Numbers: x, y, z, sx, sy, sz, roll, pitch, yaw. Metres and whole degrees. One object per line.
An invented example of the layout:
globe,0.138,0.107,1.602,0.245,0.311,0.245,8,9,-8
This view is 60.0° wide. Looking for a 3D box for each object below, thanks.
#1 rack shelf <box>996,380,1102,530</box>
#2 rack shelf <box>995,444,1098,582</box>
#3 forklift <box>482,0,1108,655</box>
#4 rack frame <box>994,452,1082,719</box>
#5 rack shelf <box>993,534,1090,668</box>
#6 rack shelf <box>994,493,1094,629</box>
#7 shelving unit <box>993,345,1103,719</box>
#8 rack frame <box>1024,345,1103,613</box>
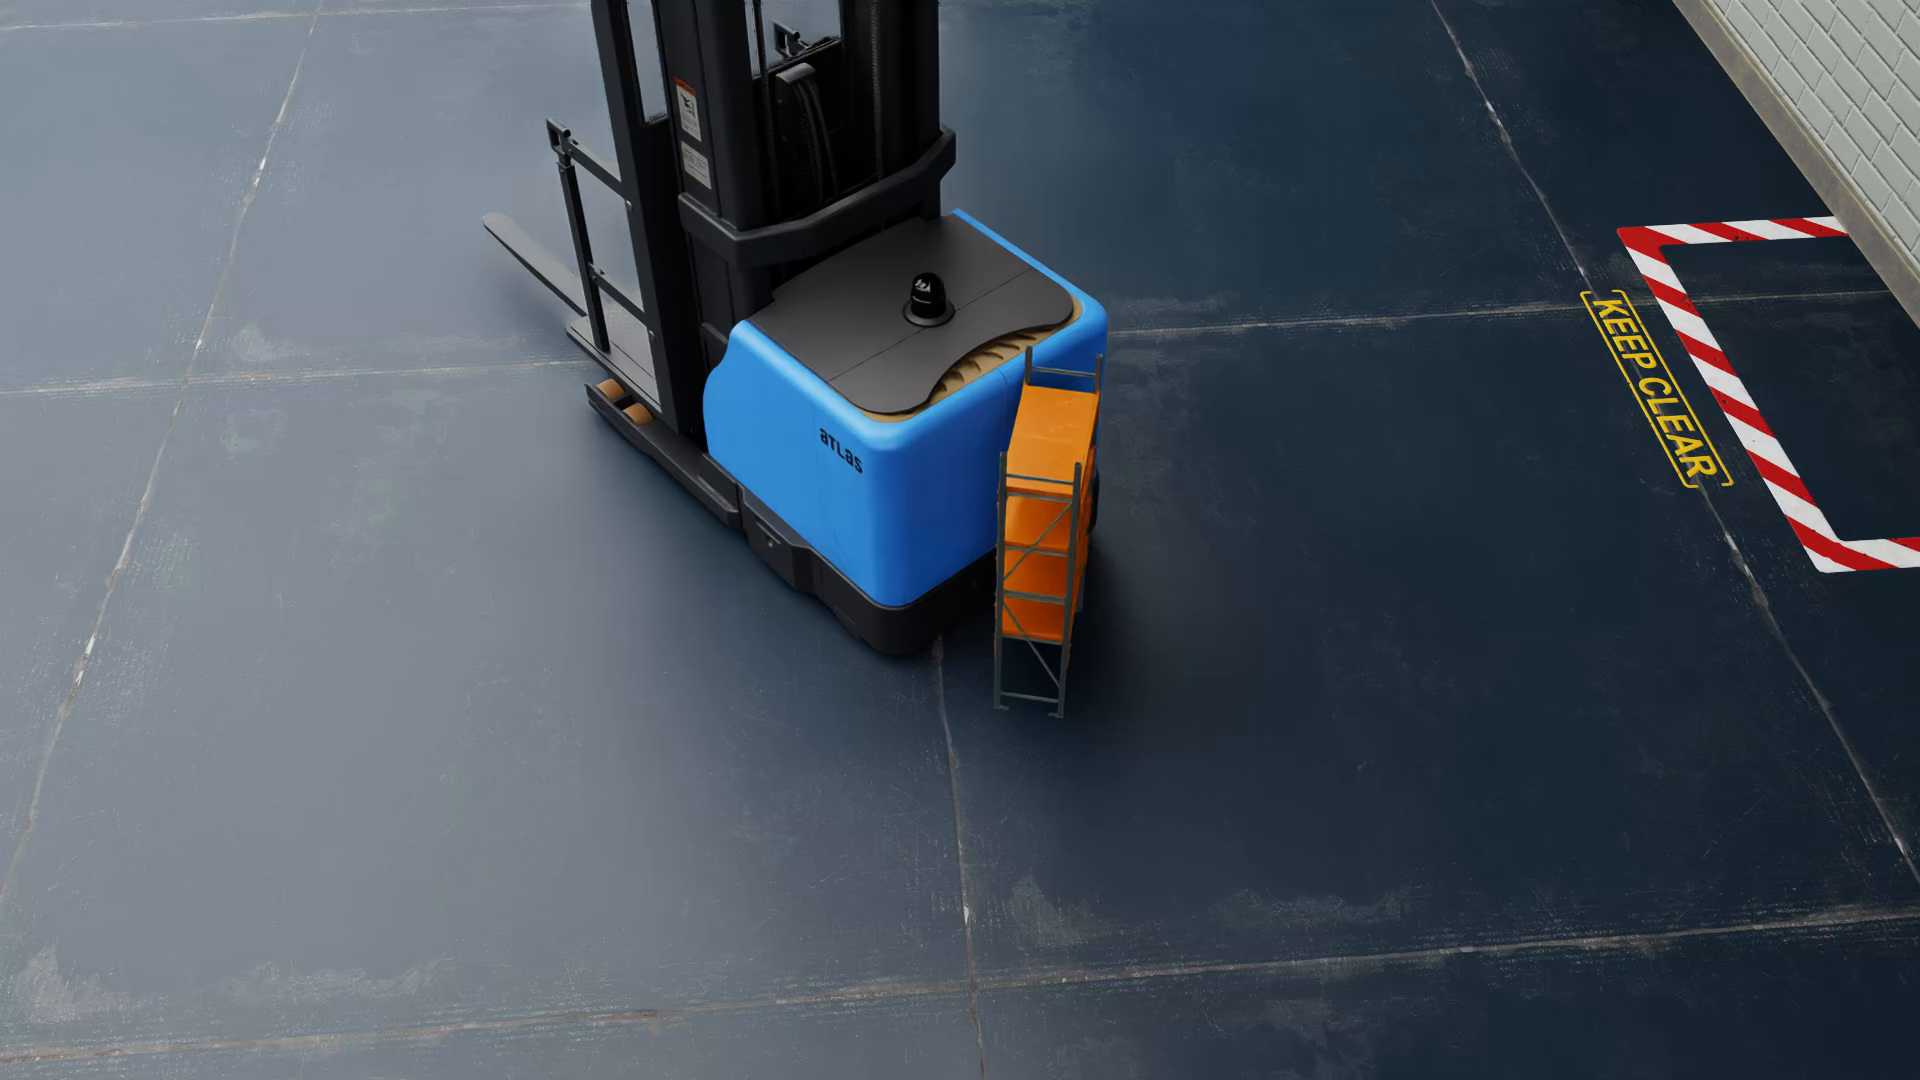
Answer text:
rack shelf,0.279,-0.267,5.136,0.258,0.148,0.480,8,47,7
rack shelf,0.279,-0.105,5.307,0.258,0.148,0.480,8,47,7
forklift,-0.842,-1.602,5.749,1.130,2.935,3.031,-33,55,-27
rack frame,0.234,0.177,5.256,0.240,1.200,0.015,8,47,7
rack shelf,0.279,0.186,5.614,0.258,0.148,0.480,8,47,7
rack shelf,0.279,0.049,5.470,0.258,0.148,0.480,8,47,7
shelving unit,0.279,0.003,5.421,0.258,1.200,0.503,8,47,7
rack frame,0.323,-0.171,5.586,0.240,1.200,0.015,8,47,7
